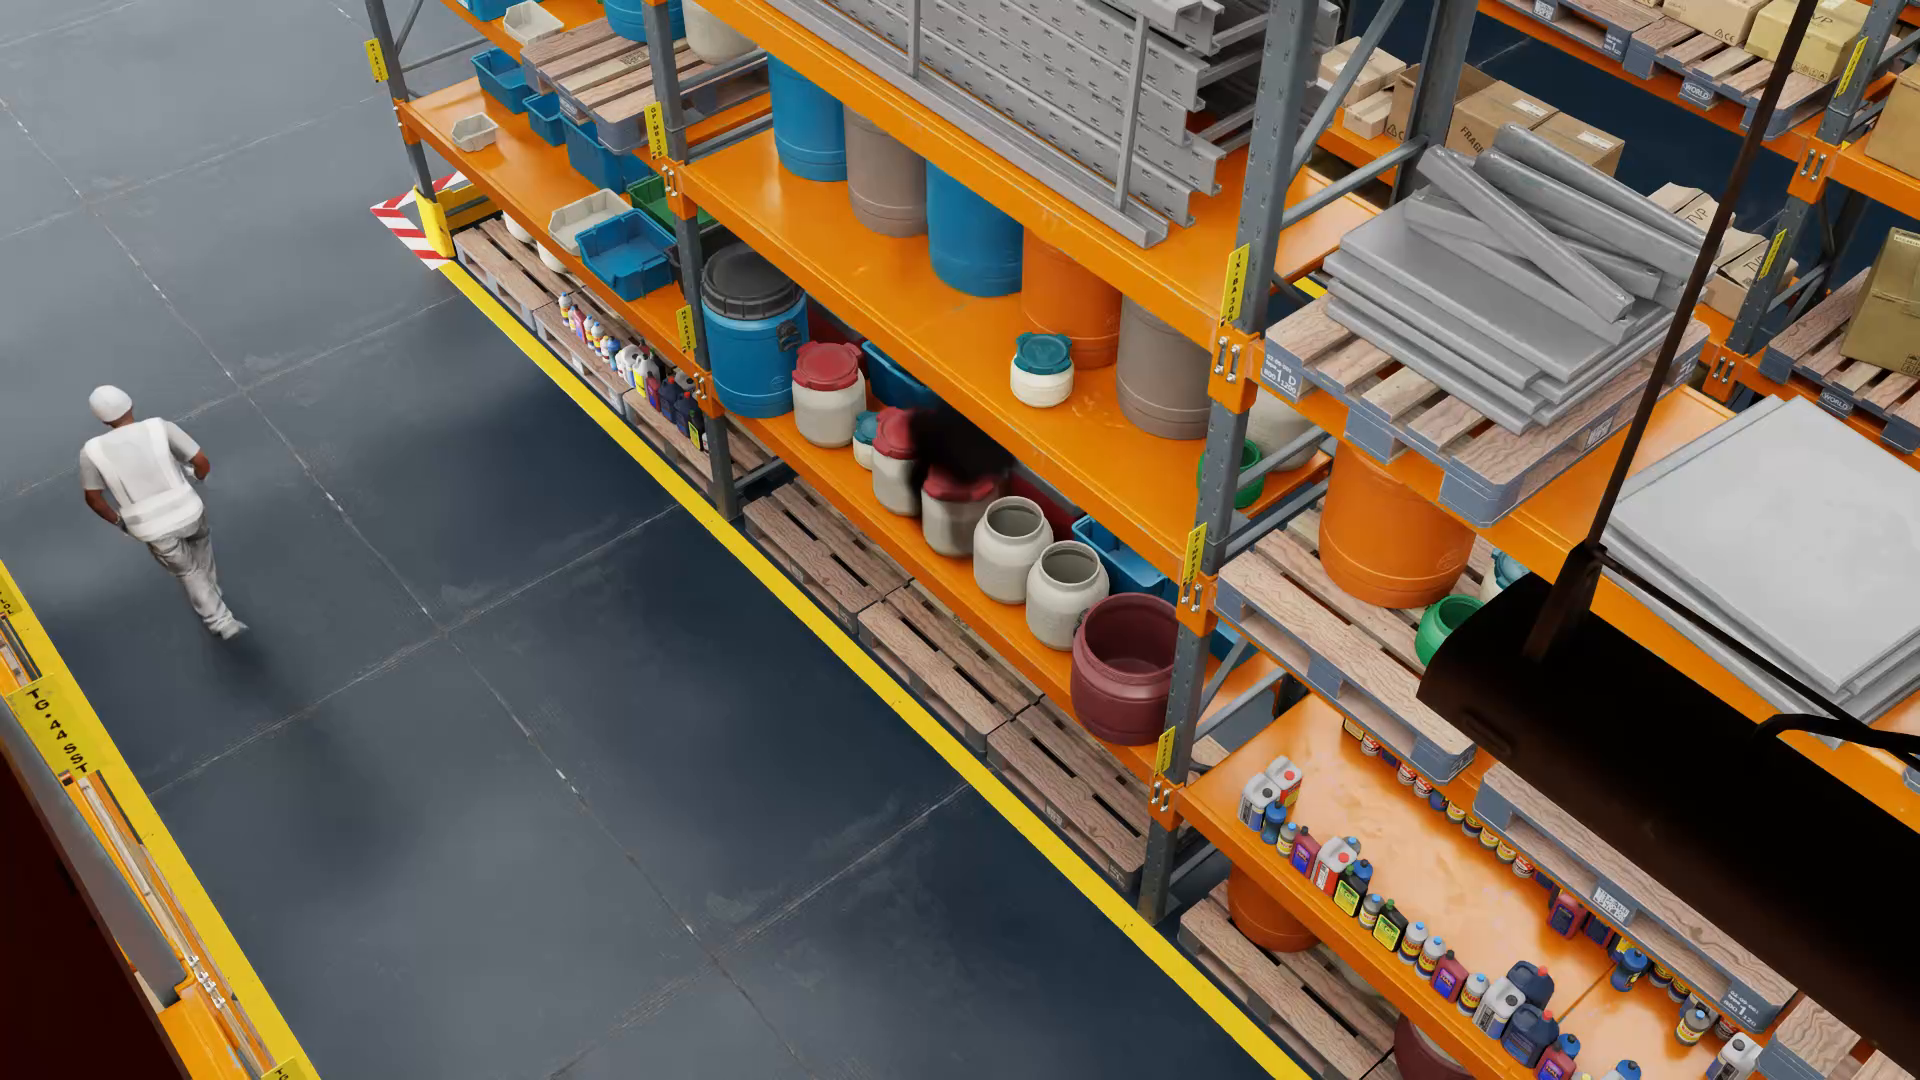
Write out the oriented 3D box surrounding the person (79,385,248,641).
[{"bbox_3d":[-4.682,-0.077,9.863,0.687,1.627,1.052,-26,52,-23],"label":"person"}]
